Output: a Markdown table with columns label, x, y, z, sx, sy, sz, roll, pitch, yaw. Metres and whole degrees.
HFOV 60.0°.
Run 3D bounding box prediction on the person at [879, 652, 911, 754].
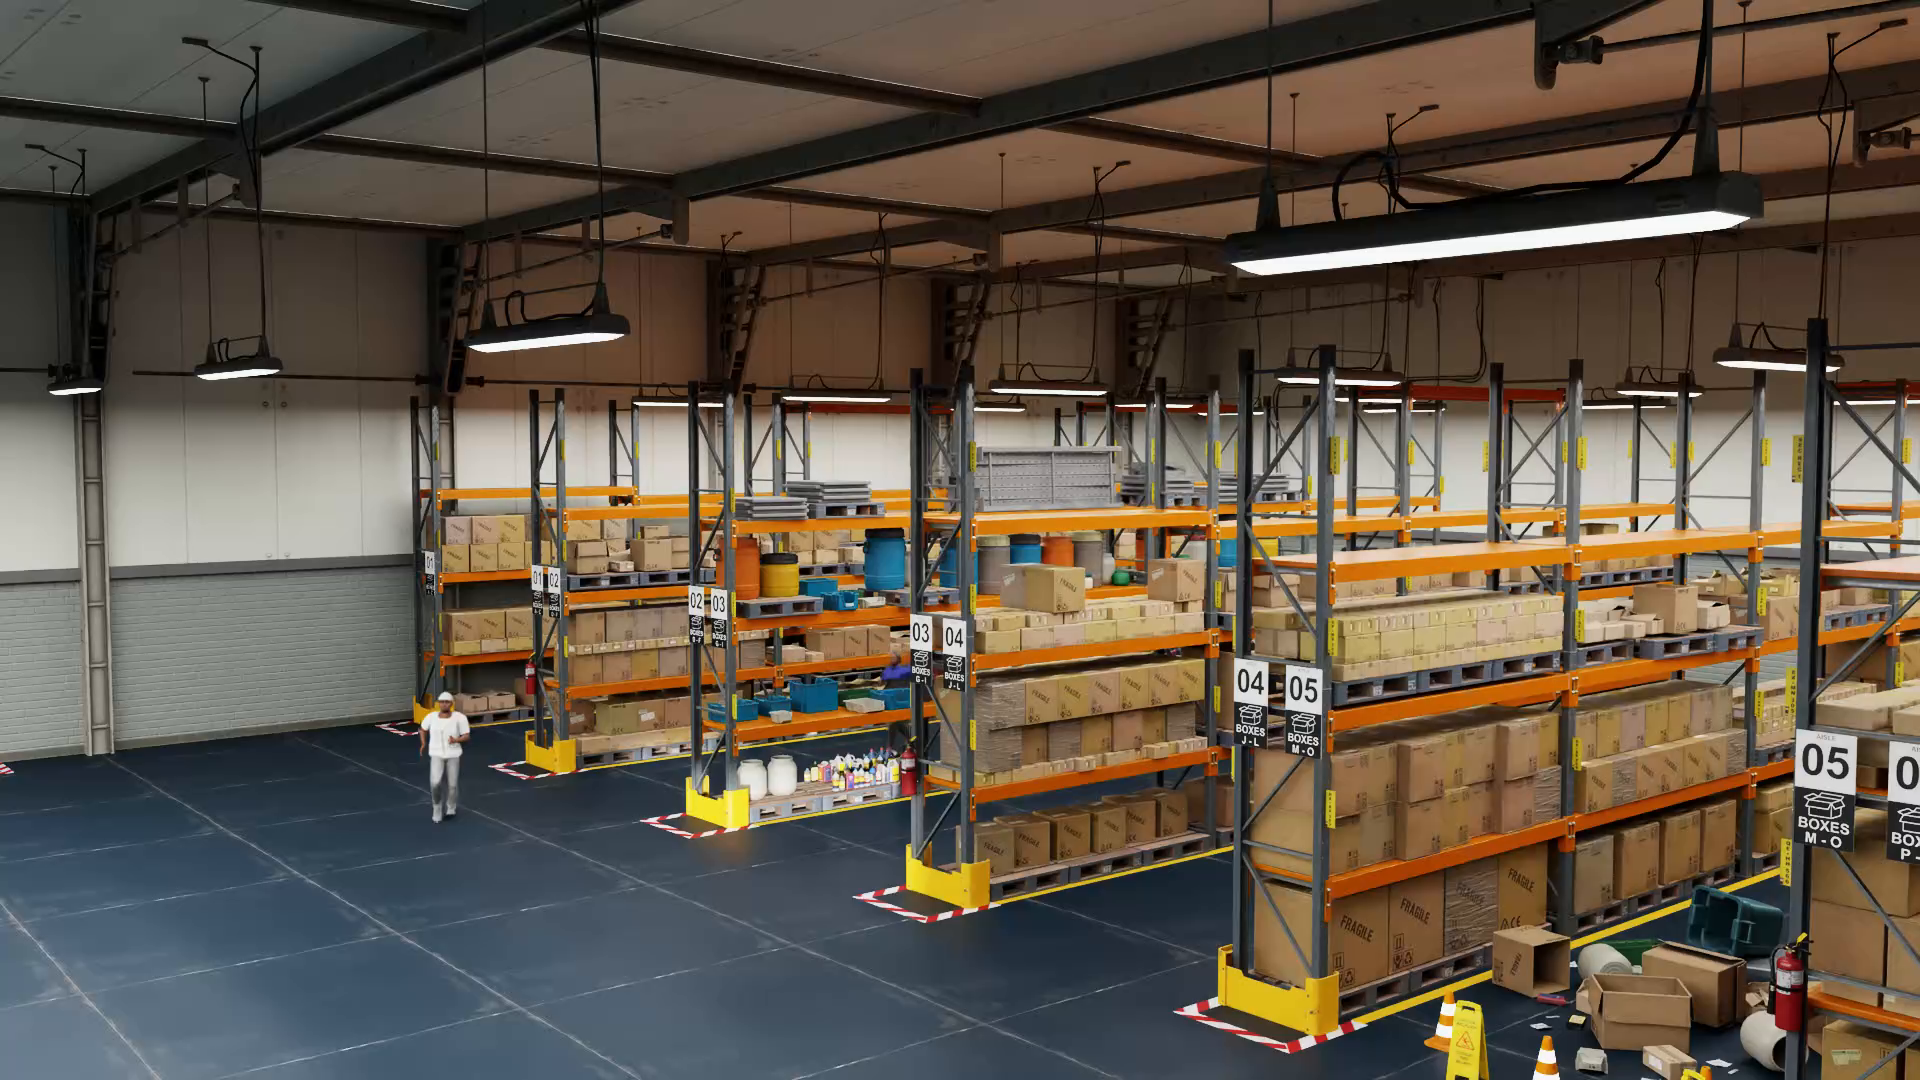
| label | x | y | z | sx | sy | sz | roll | pitch | yaw |
| --- | --- | --- | --- | --- | --- | --- | --- | --- | --- |
| person | -1.059 | 2.679 | 27.631 | 0.604 | 1.661 | 0.900 | 3 | 4 | 39 |

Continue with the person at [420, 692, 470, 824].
| label | x | y | z | sx | sy | sz | roll | pitch | yaw |
| --- | --- | --- | --- | --- | --- | --- | --- | --- | --- |
| person | -6.998 | 2.954 | 22.589 | 0.678 | 1.782 | 0.710 | -1 | 3 | -13 |
